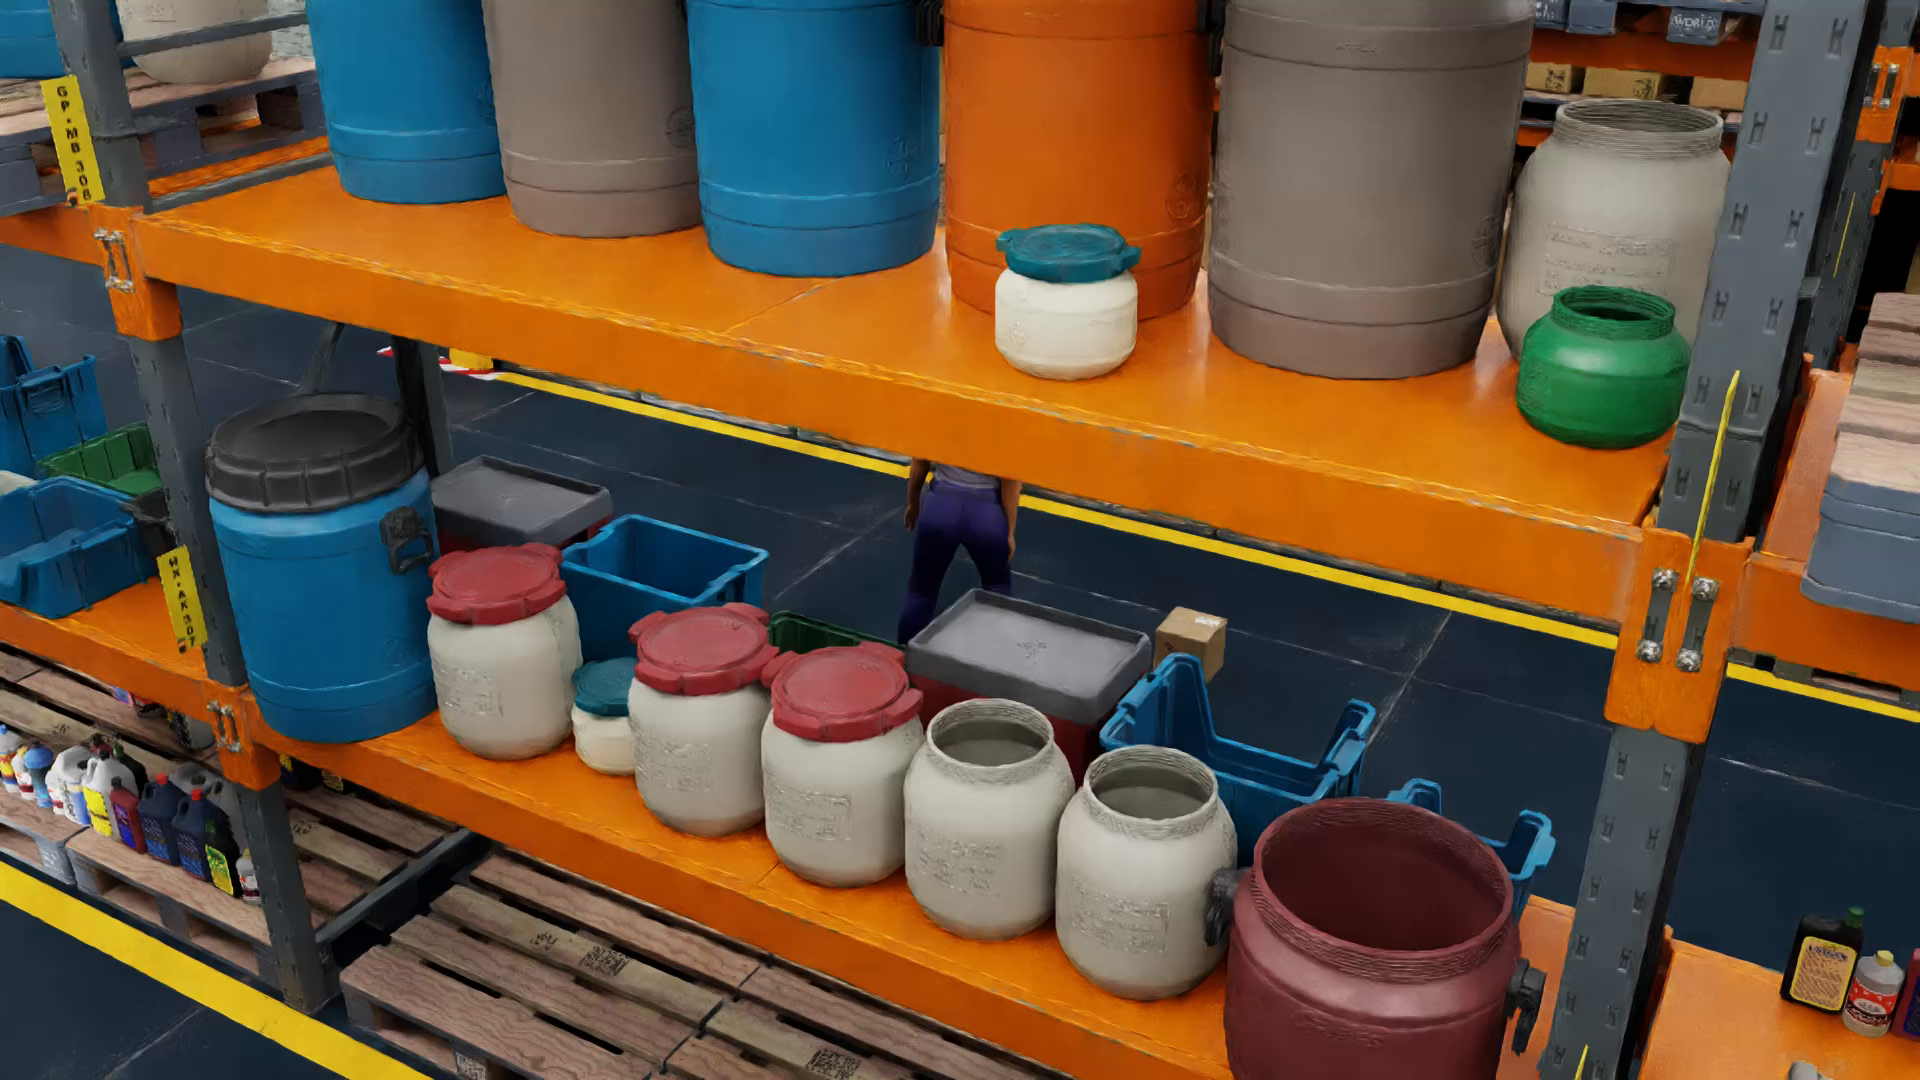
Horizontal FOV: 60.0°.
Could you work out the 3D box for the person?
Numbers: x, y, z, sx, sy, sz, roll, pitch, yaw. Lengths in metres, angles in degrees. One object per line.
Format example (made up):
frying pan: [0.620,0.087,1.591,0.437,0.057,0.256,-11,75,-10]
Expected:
person: [-0.008,-0.087,7.306,0.569,1.618,0.406,6,27,11]
